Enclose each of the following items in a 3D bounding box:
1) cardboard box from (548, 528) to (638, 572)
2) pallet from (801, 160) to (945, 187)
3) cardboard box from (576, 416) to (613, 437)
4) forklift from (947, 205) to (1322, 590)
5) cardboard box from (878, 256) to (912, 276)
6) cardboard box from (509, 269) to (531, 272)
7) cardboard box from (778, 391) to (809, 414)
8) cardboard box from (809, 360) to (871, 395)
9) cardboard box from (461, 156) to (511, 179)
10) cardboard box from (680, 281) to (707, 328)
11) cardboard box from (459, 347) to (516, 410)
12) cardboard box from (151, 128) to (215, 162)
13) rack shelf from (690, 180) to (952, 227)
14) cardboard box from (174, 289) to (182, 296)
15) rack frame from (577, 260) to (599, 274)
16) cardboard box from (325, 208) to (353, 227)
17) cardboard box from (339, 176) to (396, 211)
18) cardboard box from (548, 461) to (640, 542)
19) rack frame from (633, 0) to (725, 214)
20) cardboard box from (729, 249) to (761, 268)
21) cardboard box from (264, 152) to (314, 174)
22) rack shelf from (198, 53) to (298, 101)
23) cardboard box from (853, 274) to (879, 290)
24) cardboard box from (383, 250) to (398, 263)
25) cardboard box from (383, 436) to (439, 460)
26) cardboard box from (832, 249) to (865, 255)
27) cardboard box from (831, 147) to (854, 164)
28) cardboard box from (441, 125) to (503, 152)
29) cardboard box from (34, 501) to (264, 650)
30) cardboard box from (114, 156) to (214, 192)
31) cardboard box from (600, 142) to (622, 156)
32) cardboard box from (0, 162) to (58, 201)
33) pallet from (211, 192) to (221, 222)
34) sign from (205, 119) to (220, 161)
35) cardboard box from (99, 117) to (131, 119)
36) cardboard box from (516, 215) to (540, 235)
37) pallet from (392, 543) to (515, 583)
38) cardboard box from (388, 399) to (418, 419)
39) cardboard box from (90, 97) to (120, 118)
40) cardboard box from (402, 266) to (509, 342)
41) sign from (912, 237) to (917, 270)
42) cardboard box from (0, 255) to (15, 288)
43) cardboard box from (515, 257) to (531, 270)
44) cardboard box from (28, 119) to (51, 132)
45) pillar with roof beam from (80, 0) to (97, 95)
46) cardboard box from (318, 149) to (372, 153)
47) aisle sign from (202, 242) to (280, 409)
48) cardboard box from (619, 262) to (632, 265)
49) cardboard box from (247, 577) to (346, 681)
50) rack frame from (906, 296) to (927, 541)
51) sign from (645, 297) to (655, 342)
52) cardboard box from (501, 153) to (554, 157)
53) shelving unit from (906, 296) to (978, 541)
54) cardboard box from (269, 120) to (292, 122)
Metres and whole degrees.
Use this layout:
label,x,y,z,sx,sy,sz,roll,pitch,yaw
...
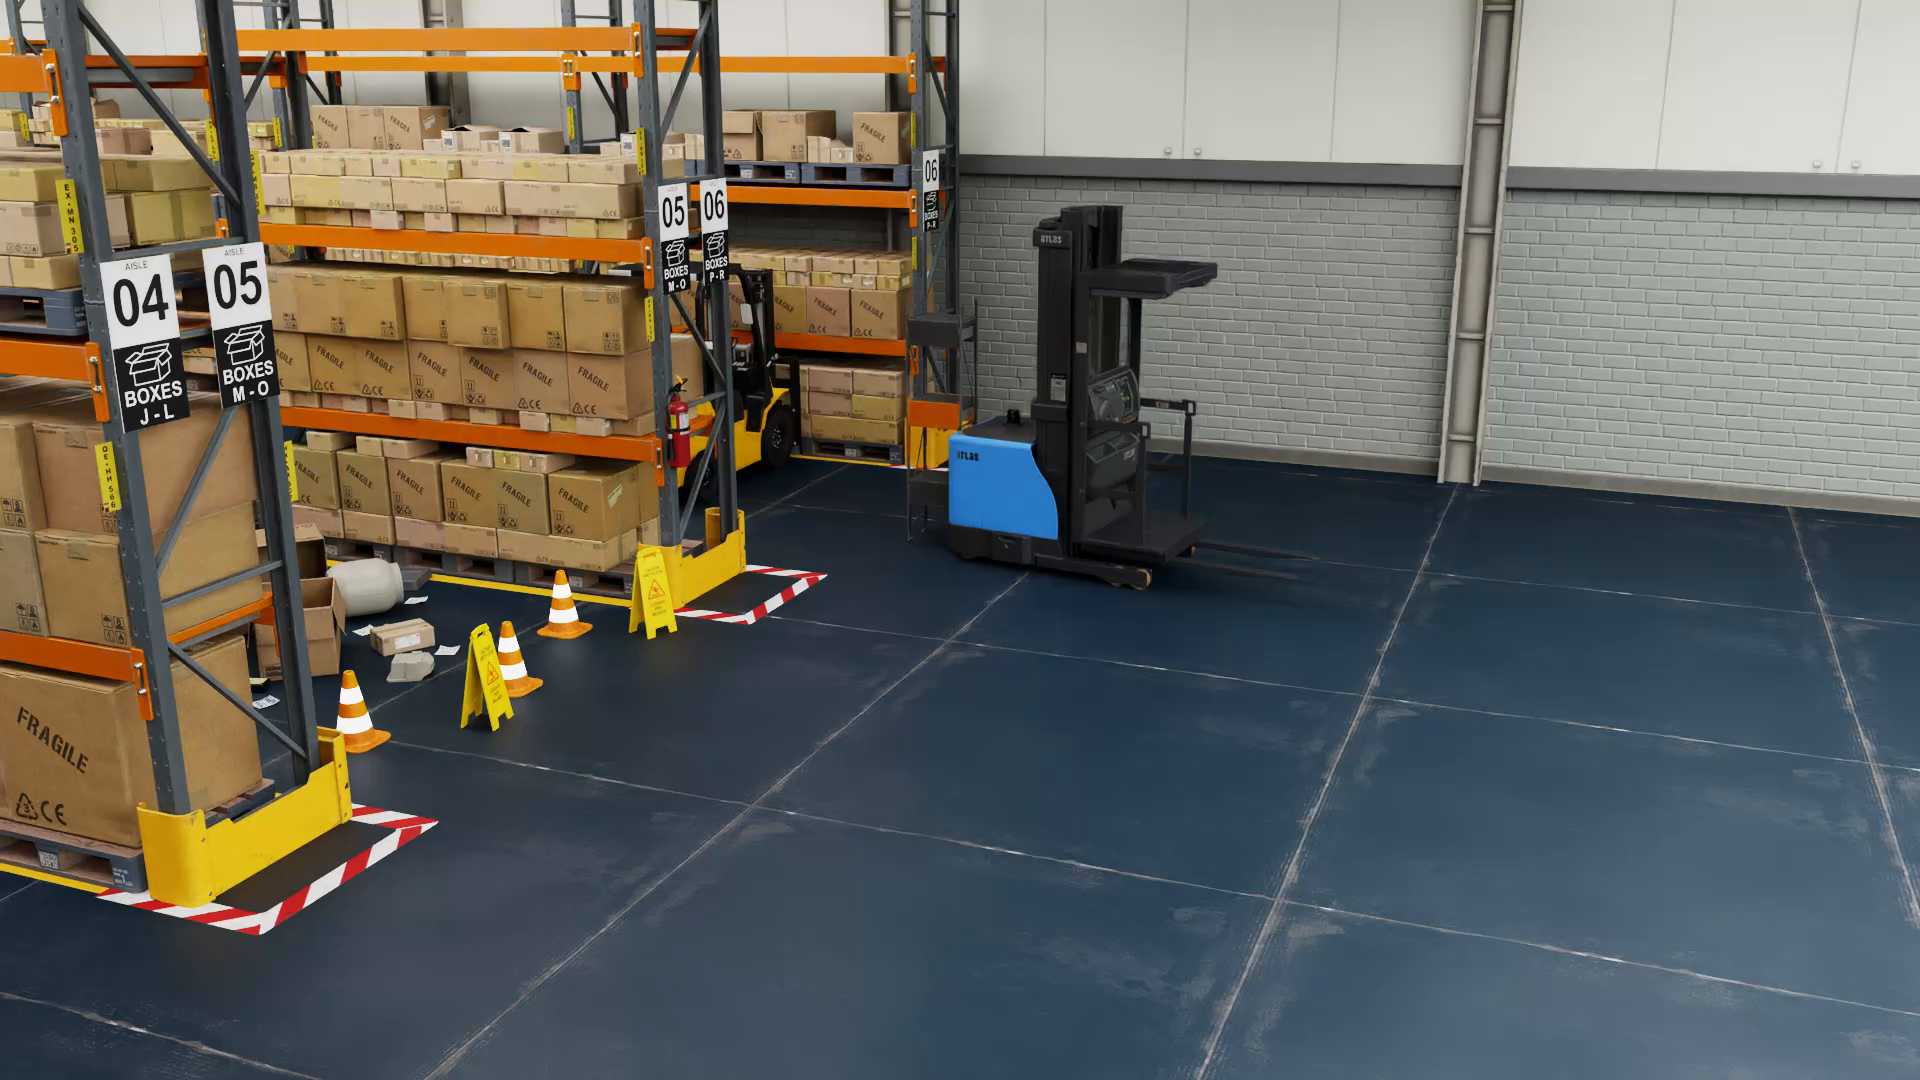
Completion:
label,x,y,z,sx,sy,sz,roll,pitch,yaw
cardboard box,-2.935,0.045,13.316,0.500,0.250,0.500,6,17,20
pallet,-0.892,-3.823,17.241,1.213,0.211,1.003,6,17,21
cardboard box,-2.764,-0.918,12.905,0.250,0.149,0.380,6,17,20
forklift,1.433,-1.177,13.469,3.031,2.935,1.130,9,18,27
cardboard box,-0.654,-2.830,17.166,0.250,0.149,0.380,6,17,21
cardboard box,-4.997,-2.958,18.854,0.500,0.250,0.500,6,17,19
cardboard box,-1.762,-1.537,17.871,0.500,0.250,0.500,6,17,19
cardboard box,-1.264,-1.724,17.618,0.500,0.250,0.500,7,17,22
cardboard box,-3.630,-2.877,12.842,0.250,0.149,0.380,6,17,19
cardboard box,-2.686,-2.590,18.034,0.500,0.500,0.500,6,17,20
cardboard box,-3.596,-1.338,13.188,0.500,0.500,0.500,6,17,20
cardboard box,-6.368,-3.304,13.913,0.500,0.250,0.500,7,17,22
rack shelf,-2.104,-3.646,17.761,4.000,0.370,1.077,6,17,21
cardboard box,-6.758,-1.898,14.366,0.500,0.500,0.500,6,17,21
rack frame,-3.965,-2.755,18.784,0.127,3.000,1.000,6,17,21
cardboard box,-4.870,-2.618,13.381,0.250,0.149,0.380,7,18,22
cardboard box,-4.529,-2.758,13.148,0.500,0.250,0.500,6,17,21
cardboard box,-2.902,-0.314,13.208,0.500,0.500,0.500,6,17,21
rack frame,-2.062,-3.939,12.102,0.127,3.000,1.000,6,17,21
cardboard box,-2.311,-3.016,17.806,0.250,0.149,0.380,6,17,21
cardboard box,-5.357,-3.034,13.386,0.250,0.149,0.380,7,18,22
rack shelf,-7.643,-4.016,14.373,4.000,0.370,1.077,6,17,21
cardboard box,-0.918,-2.687,17.205,0.250,0.149,0.380,7,17,22
cardboard box,-6.508,-3.327,19.410,0.250,0.149,0.380,6,17,21
cardboard box,-4.508,-0.783,13.659,0.250,0.149,0.380,7,18,24
cardboard box,-1.184,-3.026,17.841,0.250,0.149,0.380,6,17,21
cardboard box,-1.126,-3.922,16.939,0.250,0.149,0.380,6,17,19
cardboard box,-5.442,-4.492,18.613,0.500,0.311,0.500,6,17,19
cardboard box,-4.146,0.138,8.550,0.550,0.550,0.875,6,17,21
cardboard box,-3.977,-1.833,8.316,0.250,0.149,0.380,6,17,21
cardboard box,-3.659,-4.200,17.899,0.250,0.149,0.380,7,17,22
cardboard box,-4.453,-1.689,7.819,0.250,0.149,0.380,6,17,21
pallet,-6.318,-2.909,14.269,1.003,0.211,1.213,6,17,21
sign,-5.983,-3.201,13.306,0.005,0.325,0.100,6,17,21
cardboard box,-10.602,-5.242,20.953,0.250,0.149,0.380,6,17,19
cardboard box,-3.185,-2.438,12.763,0.250,0.149,0.380,6,17,21
pallet,-4.006,0.056,14.103,1.213,0.211,1.003,6,17,21
cardboard box,-4.421,-1.098,13.526,0.250,0.149,0.380,6,17,21
cardboard box,-10.839,-5.453,20.938,0.258,0.266,0.396,6,17,21
cardboard box,-4.010,-1.891,13.301,0.500,0.500,0.700,6,17,20
sign,-0.456,-2.876,16.700,0.005,0.325,0.100,6,17,21
cardboard box,-4.452,-1.306,7.929,0.250,0.149,0.380,6,17,21
cardboard box,-4.819,-3.152,18.809,0.250,0.149,0.380,6,17,21
cardboard box,-11.290,-5.142,20.609,0.250,0.149,0.380,7,18,22
pillar with roof beam,-13.303,-5.643,17.971,0.400,9.000,9.100,6,17,21
cardboard box,-5.138,-3.188,13.914,0.250,0.149,0.380,6,17,19
aisle sign,-3.608,-1.083,8.361,0.004,0.787,0.394,6,17,21
cardboard box,-3.523,-2.988,18.242,0.250,0.149,0.380,7,17,22
cardboard box,-4.624,0.618,11.644,0.637,0.503,0.797,-5,17,-18
rack frame,-0.381,-1.050,14.525,0.015,2.100,0.400,6,17,21
sign,-2.284,-1.624,12.244,0.005,0.325,0.100,6,17,21
cardboard box,-3.452,-3.007,13.291,0.250,0.149,0.380,7,18,22
shelving unit,-0.154,-1.025,14.439,0.503,2.100,0.431,6,17,21
cardboard box,-8.152,-5.010,20.191,0.250,0.149,0.380,6,17,21
